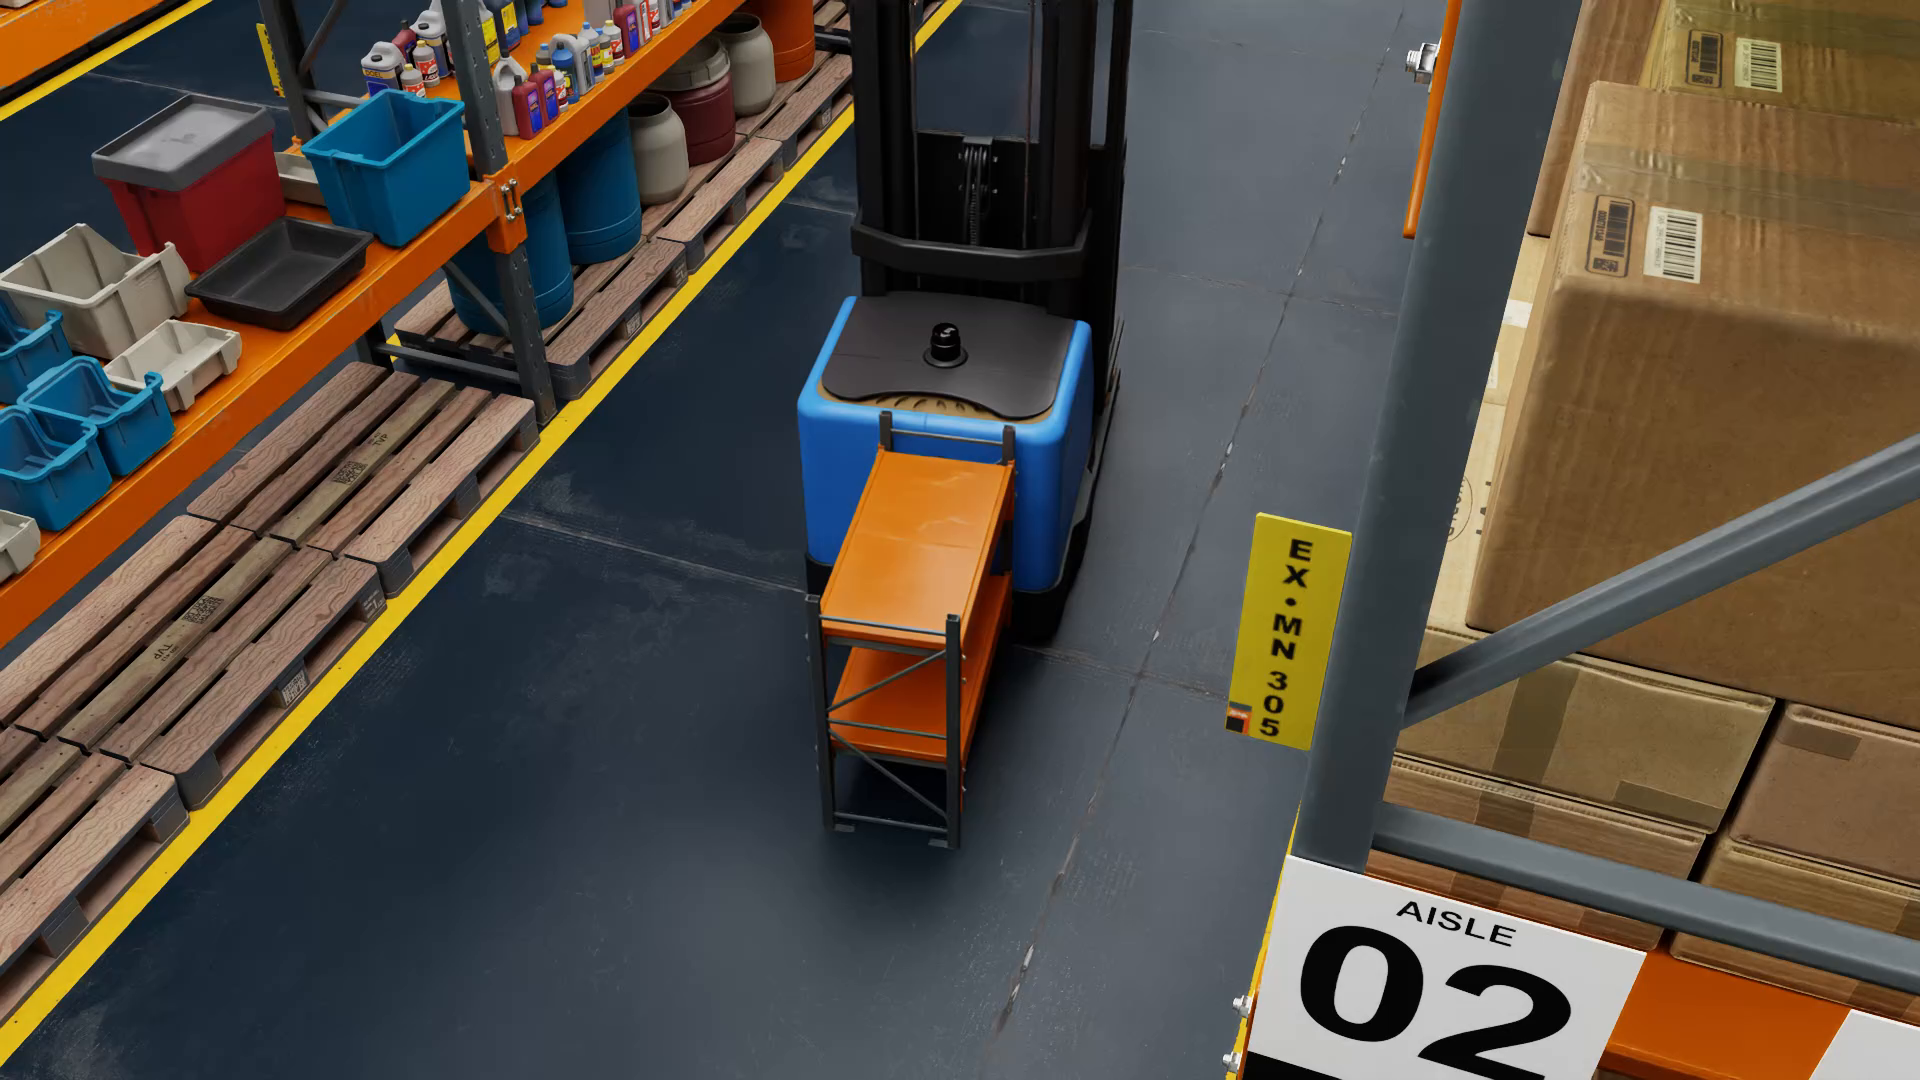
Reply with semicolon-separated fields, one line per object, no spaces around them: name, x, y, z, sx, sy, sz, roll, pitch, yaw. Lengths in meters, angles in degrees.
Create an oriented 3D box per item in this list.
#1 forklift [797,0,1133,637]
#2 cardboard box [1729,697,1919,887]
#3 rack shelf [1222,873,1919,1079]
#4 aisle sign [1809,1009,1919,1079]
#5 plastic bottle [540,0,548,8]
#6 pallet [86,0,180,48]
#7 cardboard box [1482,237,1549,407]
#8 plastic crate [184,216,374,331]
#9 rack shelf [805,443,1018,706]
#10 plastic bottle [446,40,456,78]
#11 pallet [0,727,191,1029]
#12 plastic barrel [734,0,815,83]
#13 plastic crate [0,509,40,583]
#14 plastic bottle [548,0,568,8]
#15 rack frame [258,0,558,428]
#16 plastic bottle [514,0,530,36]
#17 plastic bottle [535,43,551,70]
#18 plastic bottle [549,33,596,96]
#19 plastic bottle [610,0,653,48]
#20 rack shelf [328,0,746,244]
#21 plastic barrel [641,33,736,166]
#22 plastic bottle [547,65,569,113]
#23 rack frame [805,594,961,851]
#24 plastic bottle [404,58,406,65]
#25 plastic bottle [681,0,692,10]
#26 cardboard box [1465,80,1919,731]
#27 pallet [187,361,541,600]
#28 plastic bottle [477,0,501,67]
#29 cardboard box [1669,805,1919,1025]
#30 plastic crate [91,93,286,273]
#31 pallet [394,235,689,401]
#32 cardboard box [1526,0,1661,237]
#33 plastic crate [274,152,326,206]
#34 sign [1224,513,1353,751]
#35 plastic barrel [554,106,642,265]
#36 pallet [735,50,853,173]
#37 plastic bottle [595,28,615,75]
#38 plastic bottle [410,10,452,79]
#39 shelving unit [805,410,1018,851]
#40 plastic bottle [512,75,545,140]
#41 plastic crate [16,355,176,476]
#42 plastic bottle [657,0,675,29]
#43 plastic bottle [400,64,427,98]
forklift;0.163;-1.688;6.970;1.130;2.935;3.031;7;41;9
cardboard box;1.290;0.191;2.135;0.500;0.250;0.500;13;42;15
rack shelf;1.554;-0.367;3.612;1.077;0.370;4.000;13;42;15
aisle sign;1.123;0.838;1.954;0.394;0.787;0.004;13;42;15
plastic bottle;-2.162;-2.840;8.363;0.152;0.276;0.135;13;42;15
pallet;-6.042;-3.835;11.582;1.003;0.211;1.213;13;42;15
cardboard box;0.977;-0.229;2.626;0.500;0.250;0.500;13;42;15
plastic crate;-2.546;-0.997;6.273;0.437;0.125;0.590;13;42;15
rack shelf;-0.147;0.096;5.820;0.538;0.278;1.000;7;41;9
plastic bottle;-2.336;-2.264;7.746;0.097;0.201;0.097;0;40;0
pallet;-3.465;1.185;5.698;1.003;0.211;1.213;13;42;15
plastic barrel;-1.199;-3.293;10.147;0.600;0.830;0.708;13;42;15
plastic crate;-2.970;0.028;5.063;0.250;0.136;0.298;13;42;15
plastic bottle;-2.038;-2.822;8.345;0.097;0.271;0.097;0;40;0
rack frame;-2.416;-1.821;7.073;1.000;3.000;0.127;13;42;15
plastic bottle;-2.164;-2.598;8.083;0.097;0.271;0.097;0;40;0
plastic bottle;-1.898;-2.183;7.650;0.097;0.201;0.097;0;40;0
plastic bottle;-1.774;-2.195;7.607;0.152;0.276;0.135;13;42;15
plastic bottle;-1.583;-2.536;8.007;0.152;0.276;0.135;13;42;15
rack shelf;-1.732;-2.767;8.737;1.077;0.370;4.000;13;42;15
plastic barrel;-1.585;-2.512;9.418;0.600;0.588;0.708;13;42;15
plastic bottle;-1.821;-2.030;7.471;0.097;0.201;0.097;0;40;0
rack frame;-0.246;0.642;5.631;0.500;1.125;0.032;7;41;9
plastic bottle;-2.571;-2.134;7.594;0.097;0.201;0.097;0;40;0
plastic bottle;-1.405;-2.800;8.320;0.097;0.271;0.097;0;40;0
cardboard box;1.030;-0.156;1.963;0.700;0.500;0.500;13;42;15
pallet;-2.630;-0.303;7.443;1.003;0.211;1.213;13;42;15
plastic bottle;-2.273;-2.403;7.794;0.144;0.351;0.185;13;42;15
cardboard box;1.285;0.379;2.299;0.500;0.250;0.500;13;42;15
plastic crate;-2.957;-1.379;6.460;0.402;0.464;0.583;13;42;15
pallet;-2.112;-1.221;8.519;1.003;0.211;1.213;13;42;15
cardboard box;1.351;-0.771;2.684;0.700;0.500;0.500;13;42;15
plastic crate;-2.709;-1.491;6.844;0.396;0.136;0.243;13;42;15
sign;0.355;0.107;1.820;0.100;0.325;0.005;13;42;15
plastic barrel;-1.971;-1.942;8.509;0.600;0.901;0.708;13;42;15
pallet;-1.278;-2.710;10.263;1.003;0.211;1.213;13;42;15
plastic bottle;-1.675;-2.290;7.776;0.097;0.201;0.097;0;40;0
plastic bottle;-2.460;-2.309;7.741;0.152;0.276;0.135;13;42;15
shelving unit;-0.147;0.318;6.010;0.538;1.125;1.048;7;41;9
plastic bottle;-1.889;-1.906;7.262;0.061;0.283;0.133;13;42;15
plastic crate;-2.837;-0.404;5.495;0.416;0.233;0.300;13;42;15
plastic bottle;-1.503;-2.678;8.173;0.152;0.276;0.135;13;42;15
plastic bottle;-2.461;-2.041;7.484;0.097;0.201;0.097;0;40;0
